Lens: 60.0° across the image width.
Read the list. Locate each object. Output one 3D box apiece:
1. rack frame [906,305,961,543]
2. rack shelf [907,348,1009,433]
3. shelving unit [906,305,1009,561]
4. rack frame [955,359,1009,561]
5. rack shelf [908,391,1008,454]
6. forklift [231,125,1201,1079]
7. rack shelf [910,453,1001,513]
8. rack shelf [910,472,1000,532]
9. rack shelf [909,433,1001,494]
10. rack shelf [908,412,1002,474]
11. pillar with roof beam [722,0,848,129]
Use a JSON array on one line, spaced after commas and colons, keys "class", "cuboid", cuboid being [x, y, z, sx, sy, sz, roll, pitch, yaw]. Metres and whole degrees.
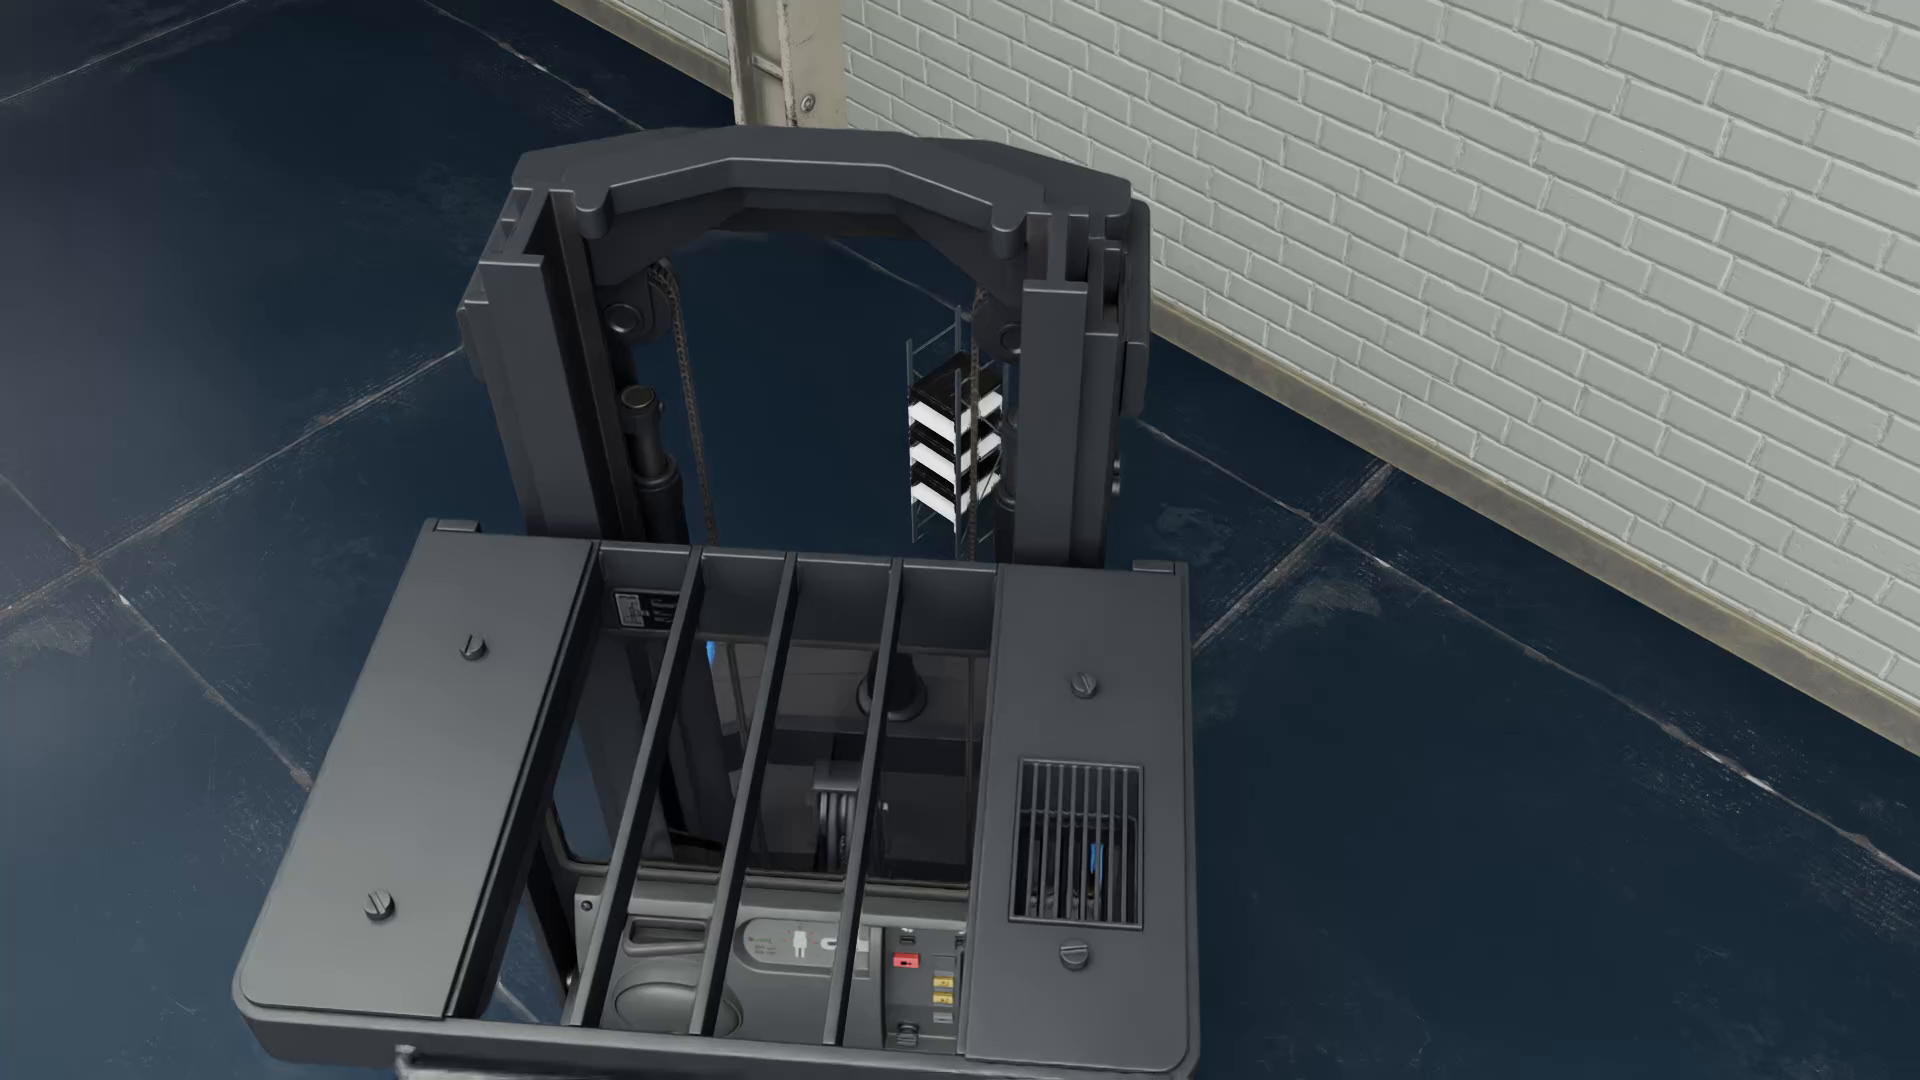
[{"class": "rack frame", "cuboid": [-0.081, -0.362, 5.473, 0.006, 0.900, 0.240, 34, 55, 28]}, {"class": "rack shelf", "cuboid": [-0.006, -0.474, 5.253, 0.200, 0.077, 0.258, 34, 55, 28]}, {"class": "shelving unit", "cuboid": [-0.006, -0.312, 5.426, 0.210, 0.900, 0.258, 34, 55, 28]}, {"class": "rack frame", "cuboid": [0.069, -0.262, 5.379, 0.006, 0.900, 0.240, 34, 55, 28]}, {"class": "rack shelf", "cuboid": [-0.006, -0.412, 5.319, 0.200, 0.077, 0.258, 34, 55, 28]}, {"class": "forklift", "cuboid": [-0.246, 0.924, 2.872, 1.130, 2.935, 3.031, 3, 47, 3]}, {"class": "rack shelf", "cuboid": [-0.006, -0.228, 5.516, 0.200, 0.077, 0.258, 34, 55, 28]}, {"class": "rack shelf", "cuboid": [-0.006, -0.166, 5.581, 0.200, 0.077, 0.258, 34, 55, 28]}, {"class": "rack shelf", "cuboid": [-0.006, -0.289, 5.450, 0.200, 0.077, 0.258, 34, 55, 28]}, {"class": "rack shelf", "cuboid": [-0.006, -0.351, 5.384, 0.200, 0.077, 0.258, 34, 55, 28]}, {"class": "pillar with roof beam", "cuboid": [-3.652, -2.472, 1.898, 0.400, 9.000, 9.100, 34, 55, 28]}]
